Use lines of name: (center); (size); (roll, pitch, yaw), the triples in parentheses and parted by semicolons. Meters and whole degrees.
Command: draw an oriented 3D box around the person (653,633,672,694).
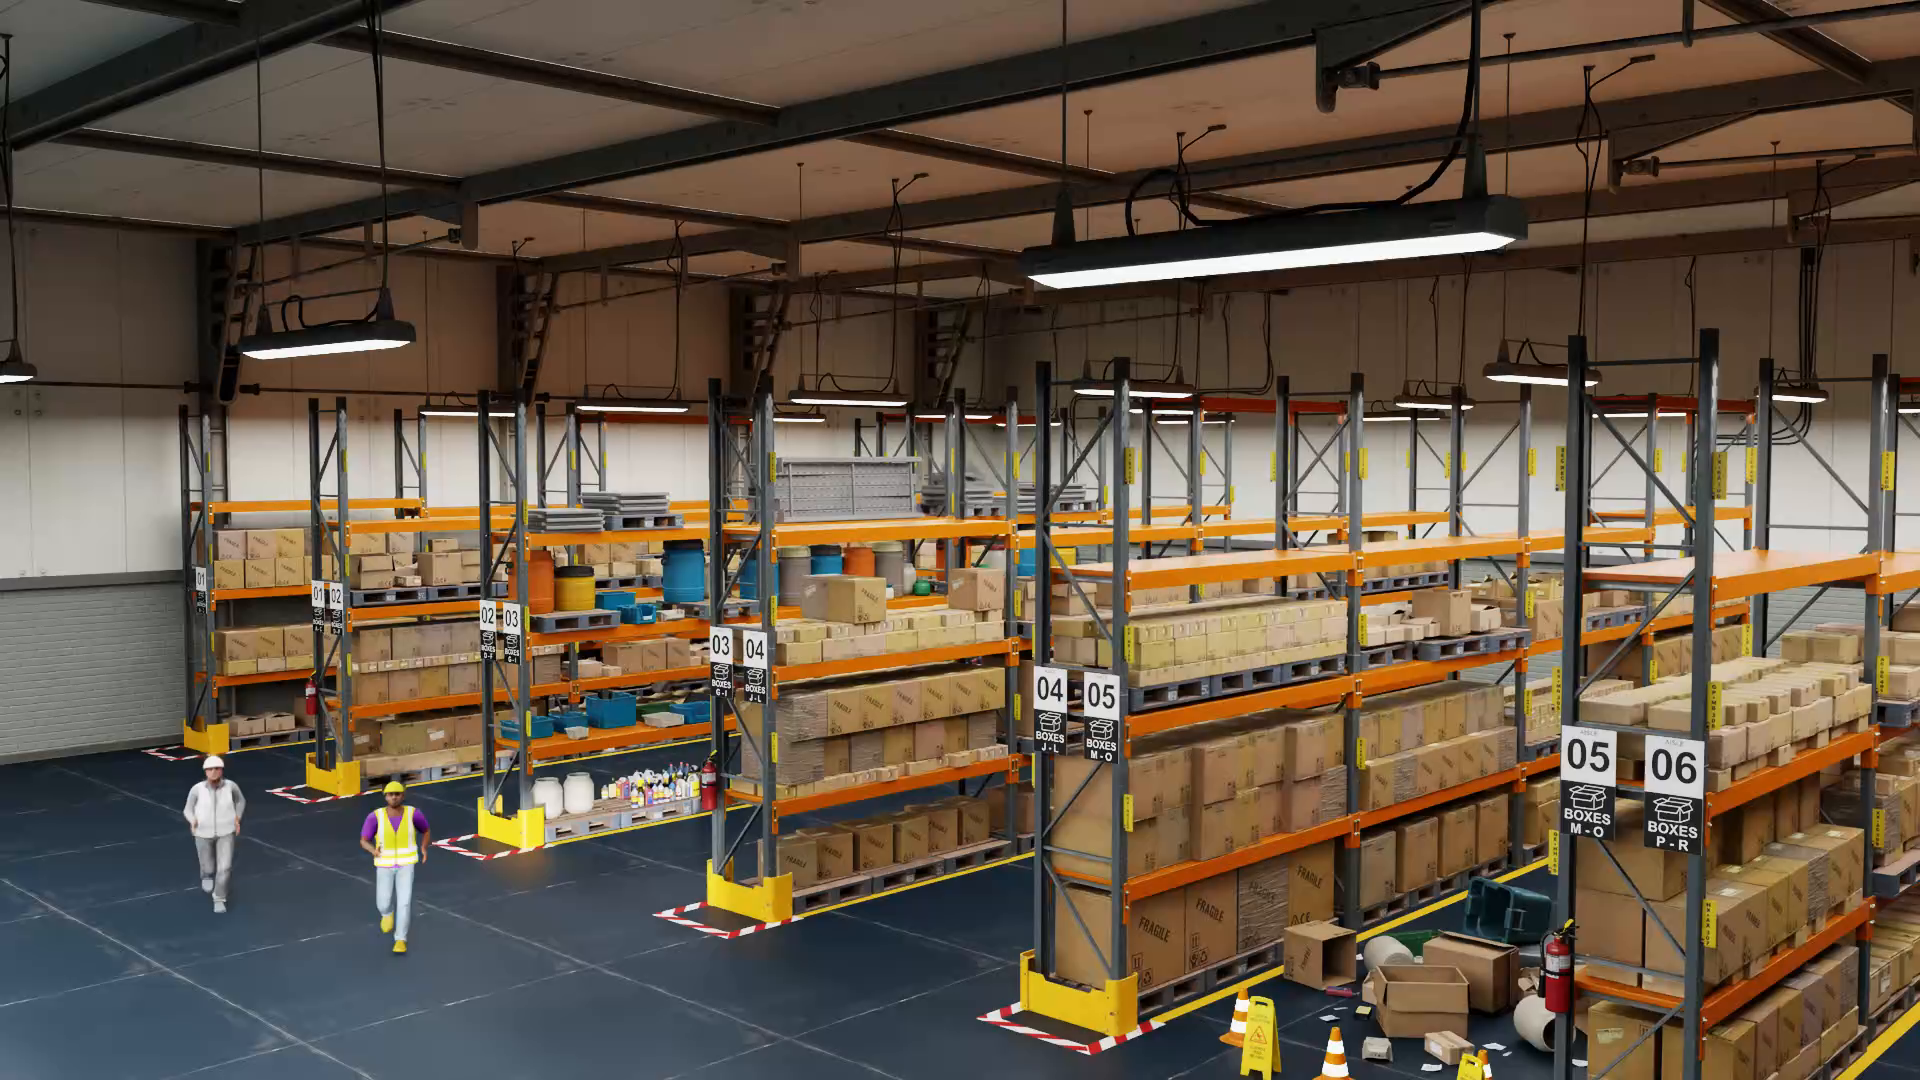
person: (-5.808, 2.619, 32.779); (0.575, 1.662, 0.589); (2, 3, 29)

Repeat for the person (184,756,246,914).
person: (-8.451, 3.303, 18.877); (0.652, 1.743, 0.813); (-2, 3, -27)

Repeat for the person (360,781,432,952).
person: (-5.893, 3.383, 17.391); (0.712, 1.733, 0.795); (-1, 3, -19)
